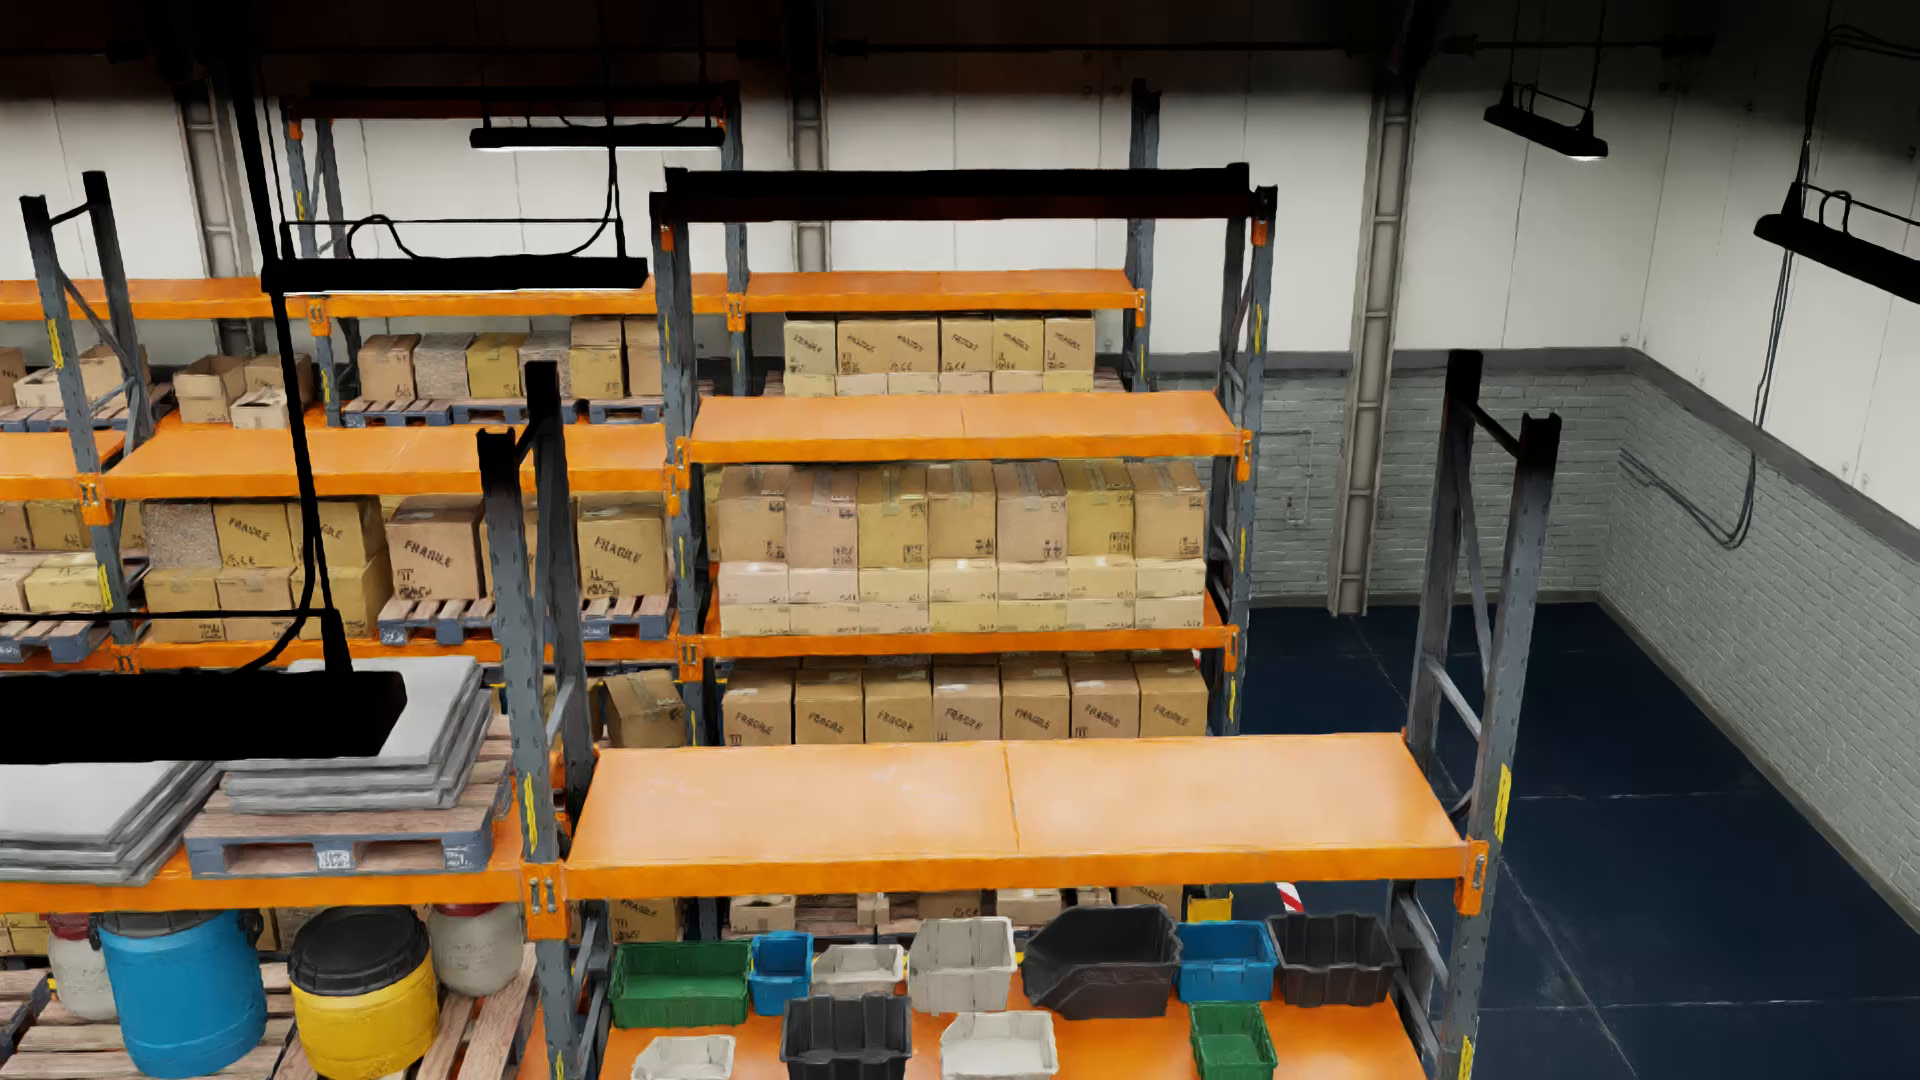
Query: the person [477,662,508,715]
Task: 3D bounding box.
[{"bbox_3d":[-4.859,1.187,16.150,0.955,1.533,0.412,-4,22,-10],"label":"person"}]
